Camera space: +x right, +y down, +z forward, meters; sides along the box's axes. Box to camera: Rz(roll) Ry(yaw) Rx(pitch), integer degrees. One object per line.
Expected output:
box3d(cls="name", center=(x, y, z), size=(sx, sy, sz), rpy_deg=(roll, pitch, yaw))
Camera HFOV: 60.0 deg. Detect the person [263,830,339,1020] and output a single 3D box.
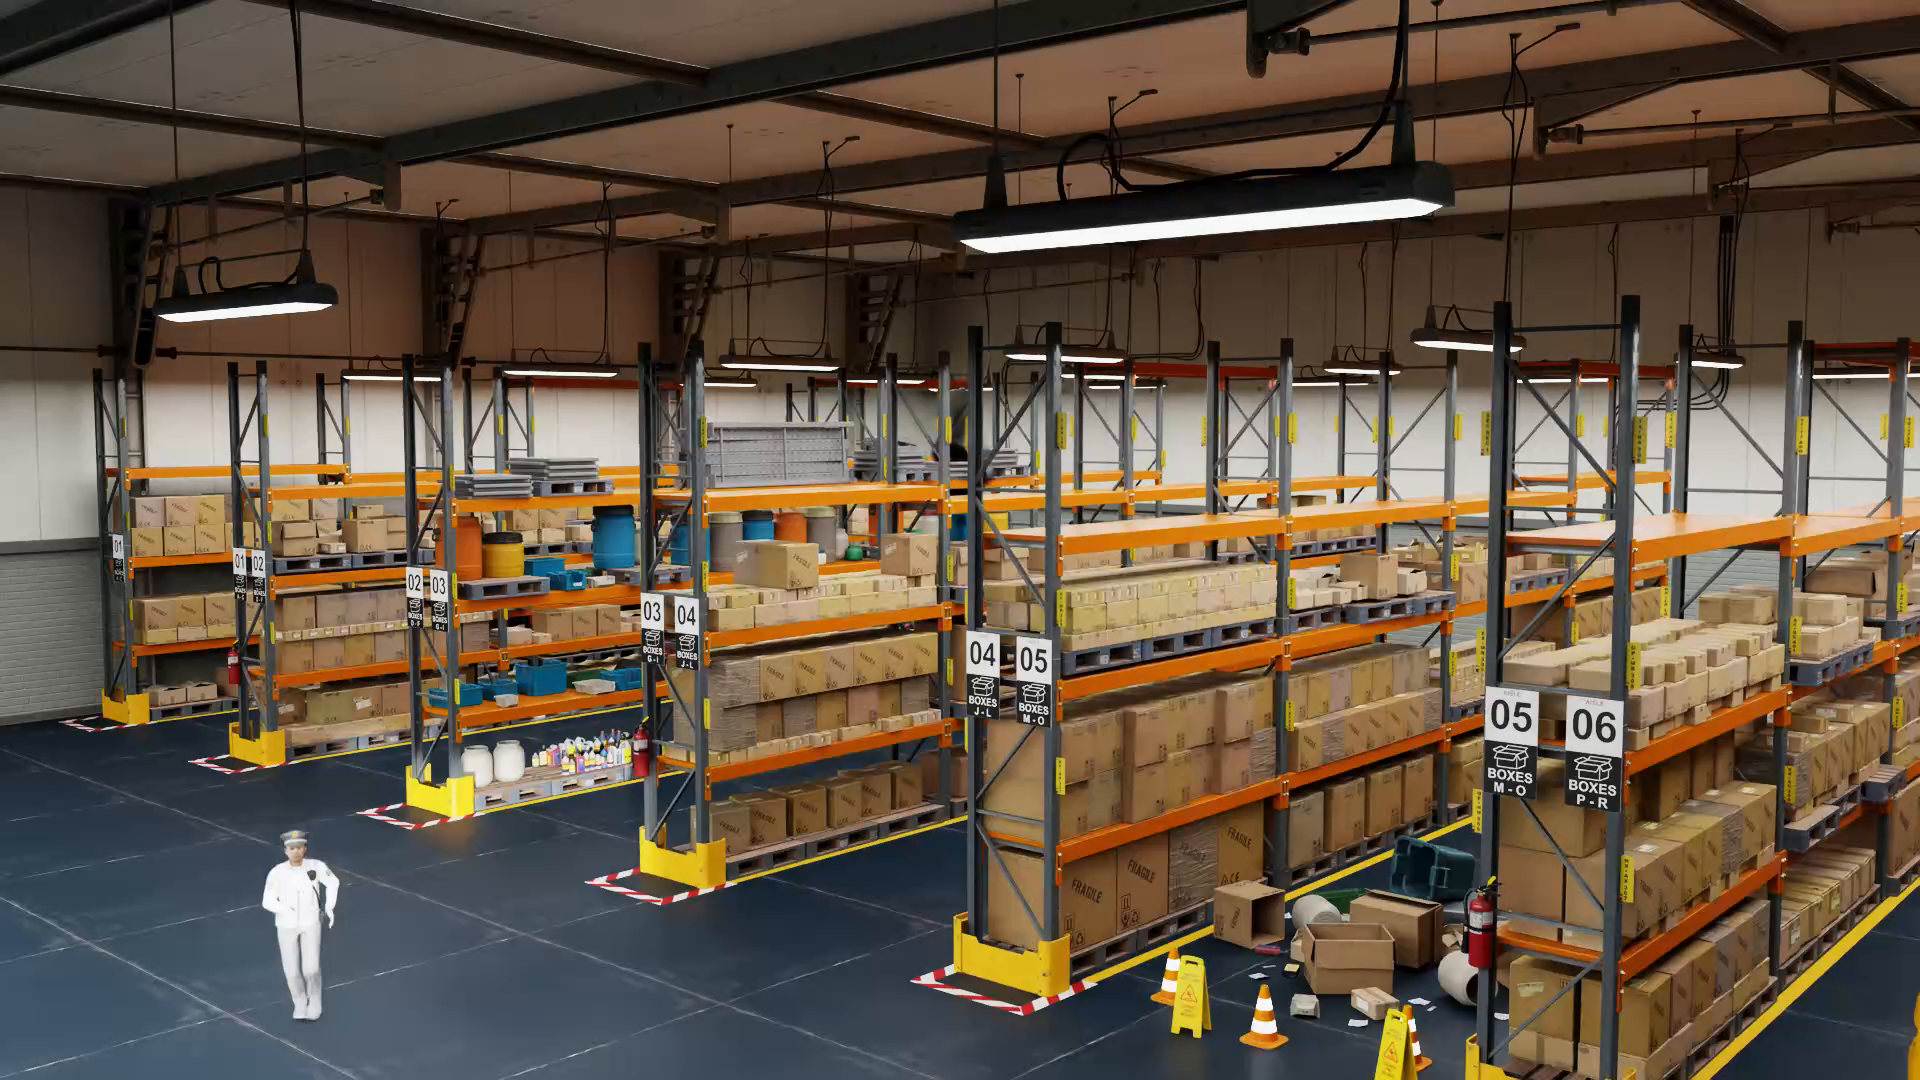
box3d(cls="person", center=(-5.593, 3.281, 14.110), size=(0.587, 1.655, 0.632), rpy_deg=(-1, 4, -17))
